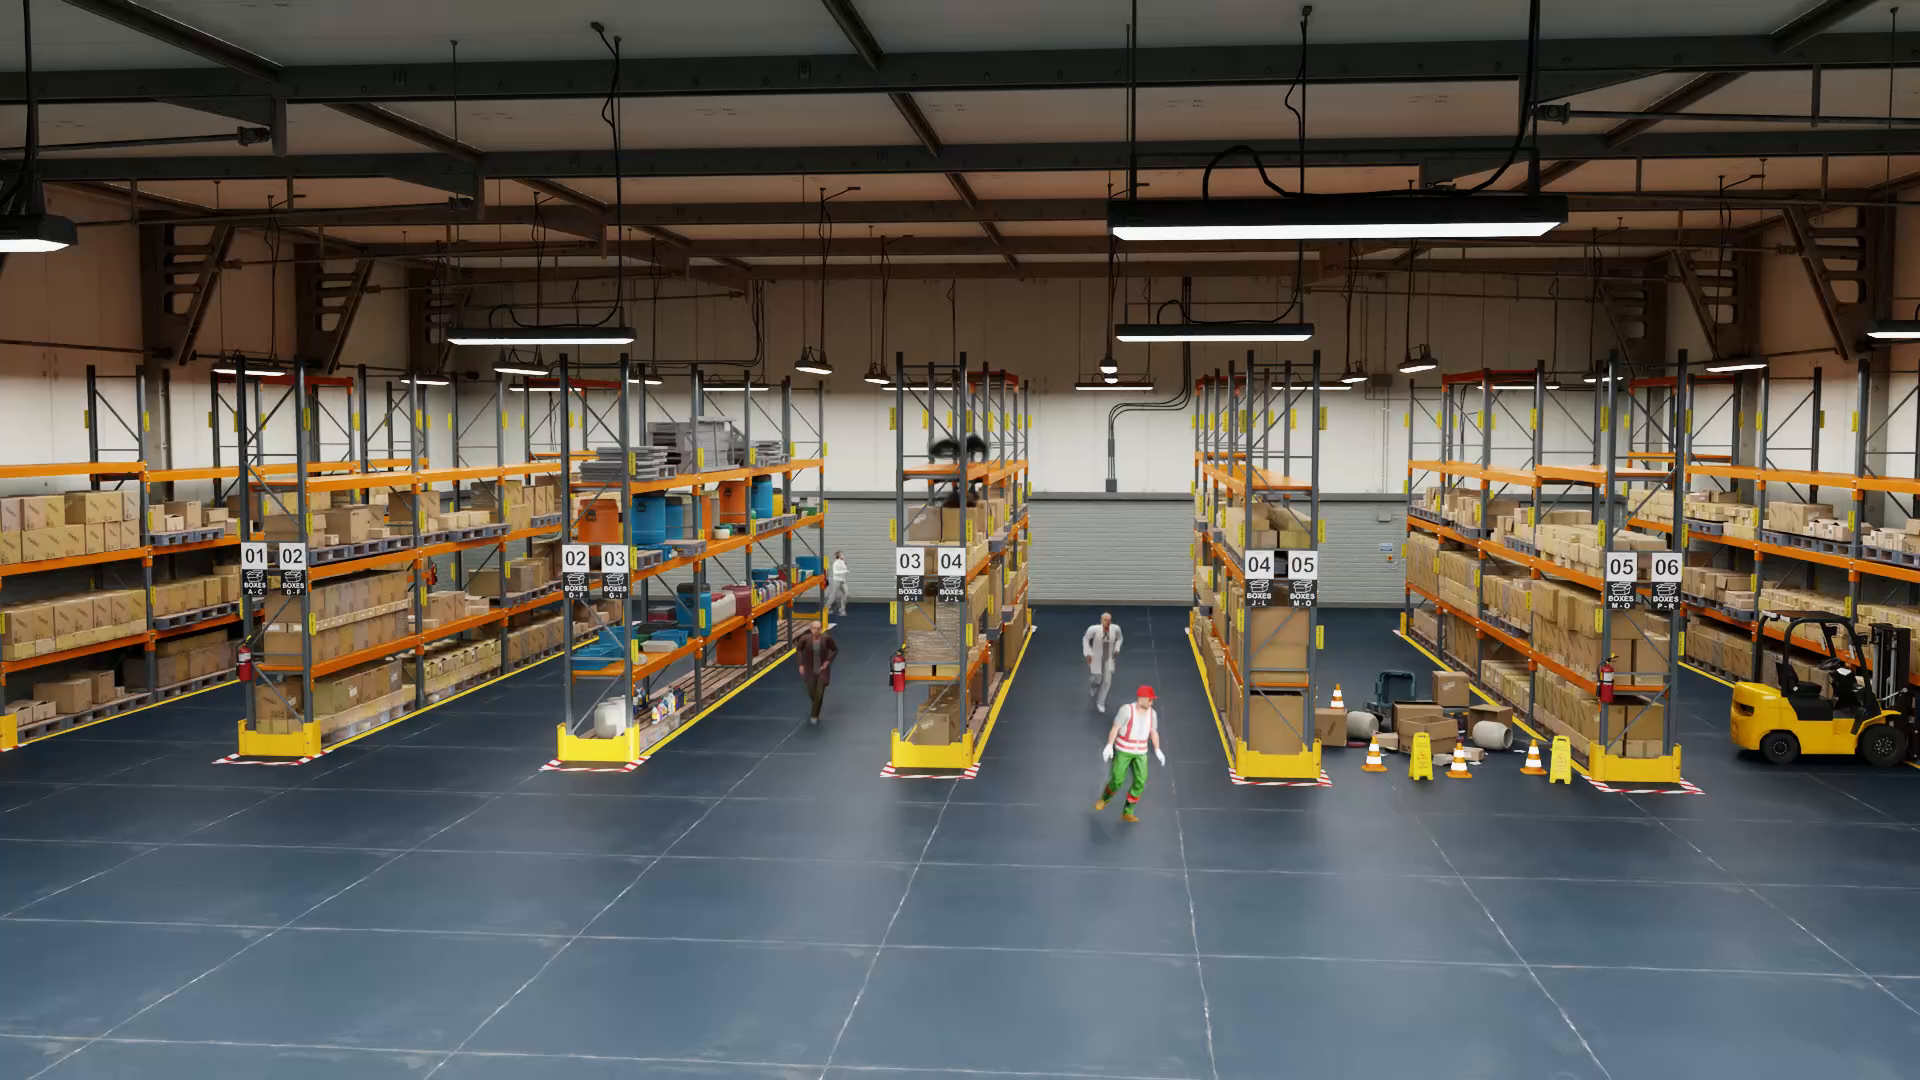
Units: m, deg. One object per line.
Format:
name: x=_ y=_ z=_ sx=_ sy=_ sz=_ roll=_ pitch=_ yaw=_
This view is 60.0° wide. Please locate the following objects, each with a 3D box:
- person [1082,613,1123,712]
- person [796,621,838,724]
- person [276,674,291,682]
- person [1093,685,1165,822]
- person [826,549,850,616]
person: x=2.468 y=2.104 z=29.086 sx=0.709 sy=1.727 sz=0.863 roll=-1 pitch=4 yaw=-15
person: x=-2.384 y=2.184 z=27.758 sx=0.704 sy=1.717 sz=0.748 roll=0 pitch=4 yaw=-5
person: x=-11.615 y=2.174 z=28.770 sx=0.559 sy=1.604 sz=0.800 roll=1 pitch=4 yaw=9
person: x=2.132 y=2.653 z=20.855 sx=0.798 sy=1.723 sz=0.705 roll=-1 pitch=4 yaw=-19
person: x=-3.134 y=1.113 z=43.042 sx=0.724 sy=1.751 sz=0.620 roll=2 pitch=4 yaw=25
